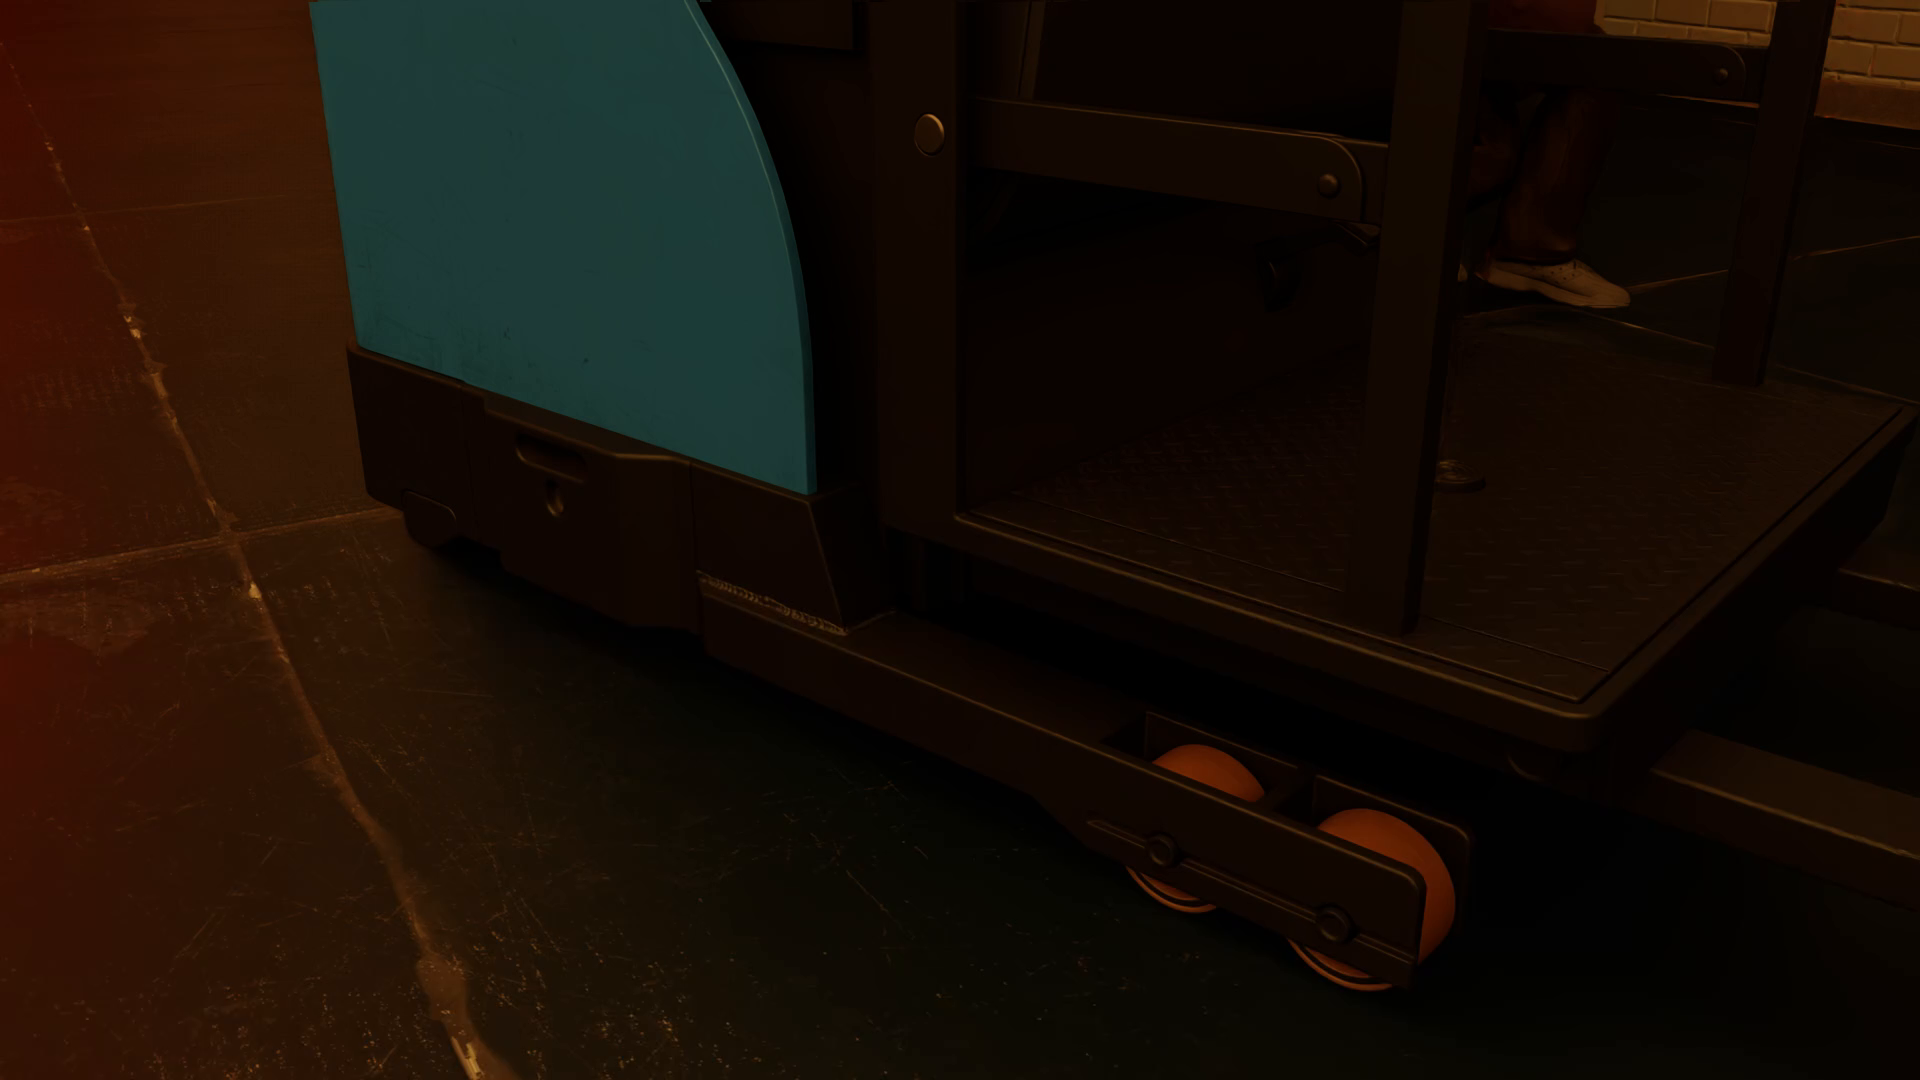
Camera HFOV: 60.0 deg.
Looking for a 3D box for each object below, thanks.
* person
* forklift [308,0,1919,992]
[{"bbox_3d":[1.406,-1.156,3.743,1.185,1.337,0.875,-2,22,-6],"label":"person"},{"bbox_3d":[0.499,-1.153,1.584,3.031,2.935,1.130,18,28,37],"label":"forklift"}]
